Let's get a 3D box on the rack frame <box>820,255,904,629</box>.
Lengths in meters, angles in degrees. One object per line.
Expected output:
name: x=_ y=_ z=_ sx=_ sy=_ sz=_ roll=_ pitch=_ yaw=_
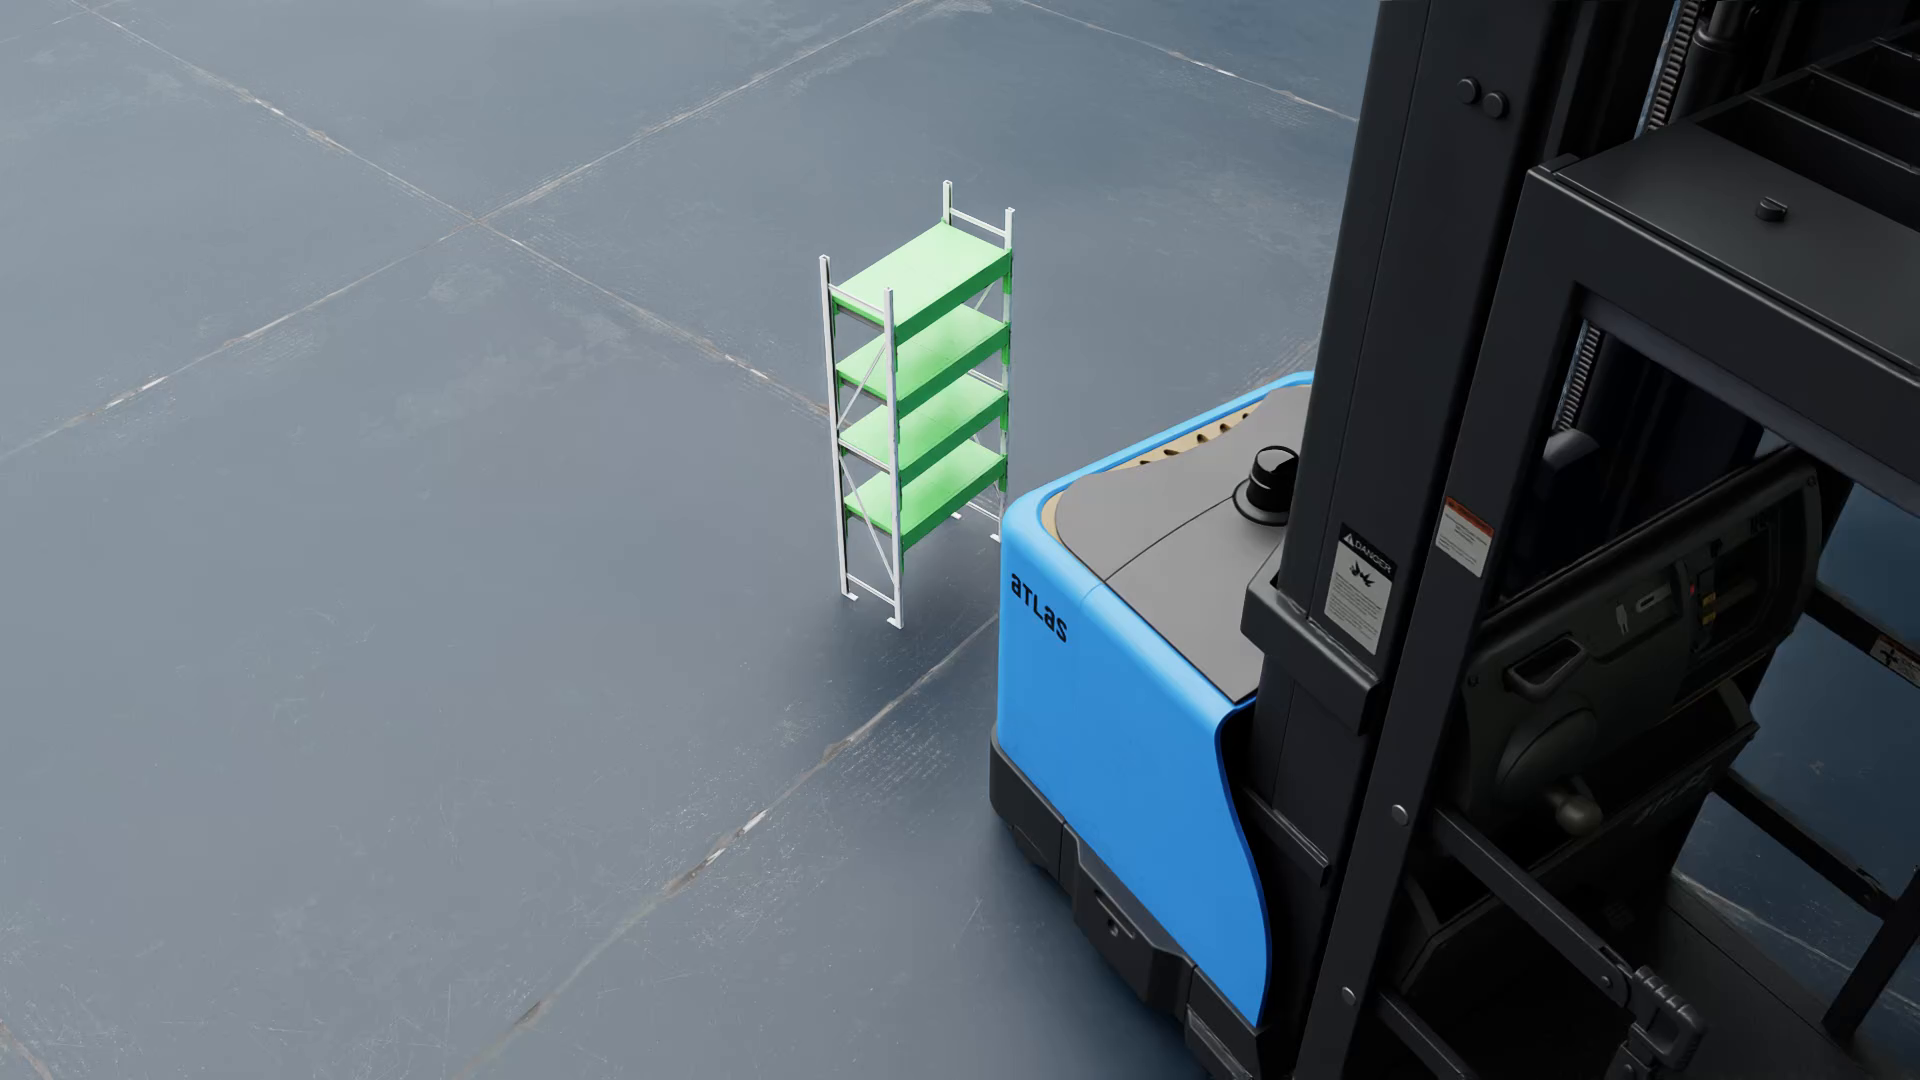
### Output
rack frame: x=-0.264 y=-0.233 z=4.614 sx=0.240 sy=1.200 sz=0.015 roll=29 pitch=50 yaw=28

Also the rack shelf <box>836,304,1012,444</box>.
rack shelf: x=-0.107 y=-0.489 z=4.634 sx=0.258 sy=0.148 sz=0.480 roll=29 pitch=50 yaw=28

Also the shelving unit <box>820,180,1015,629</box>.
shelving unit: x=-0.107 y=-0.359 z=4.753 sx=0.258 sy=1.200 sz=0.503 roll=29 pitch=50 yaw=28

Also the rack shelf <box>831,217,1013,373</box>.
rack shelf: x=-0.107 y=-0.667 z=4.473 sx=0.258 sy=0.148 sz=0.480 roll=29 pitch=50 yaw=28

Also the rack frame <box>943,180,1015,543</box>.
rack frame: x=0.050 y=-0.484 z=4.891 sx=0.240 sy=1.200 sz=0.015 roll=29 pitch=50 yaw=28

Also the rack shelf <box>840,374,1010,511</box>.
rack shelf: x=-0.107 y=-0.311 z=4.796 sx=0.258 sy=0.148 sz=0.480 roll=29 pitch=50 yaw=28

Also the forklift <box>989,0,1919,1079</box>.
forklift: x=1.321 y=0.268 z=2.776 sx=1.130 sy=2.935 sz=3.031 roll=-25 pitch=48 yaw=-25

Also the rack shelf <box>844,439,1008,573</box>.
rack shelf: x=-0.107 y=-0.134 z=4.957 sx=0.258 sy=0.148 sz=0.480 roll=29 pitch=50 yaw=28
